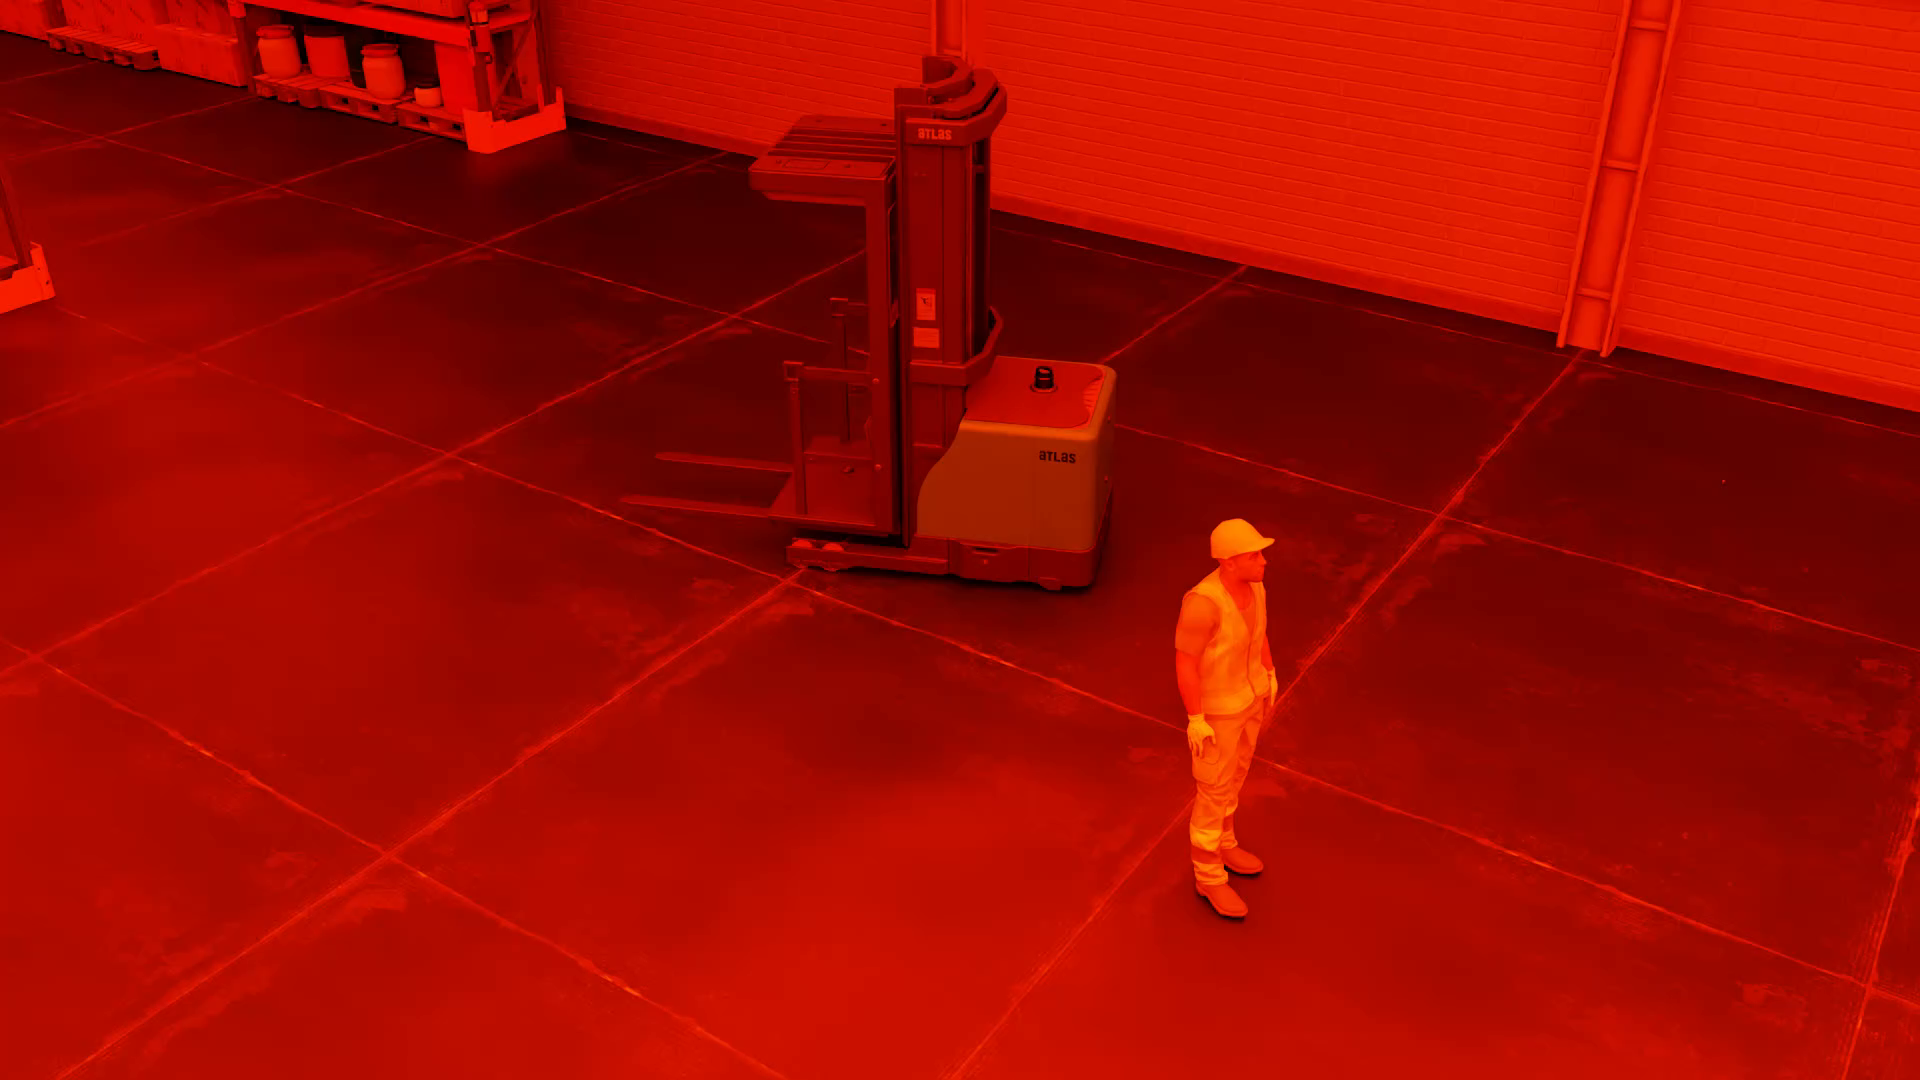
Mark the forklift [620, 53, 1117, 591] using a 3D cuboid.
[{"bbox_3d":[-0.596,-1.330,9.871,3.031,2.935,1.130,6,31,10],"label":"forklift"}]

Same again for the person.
[{"bbox_3d":[1.254,0.758,7.400,0.562,1.789,0.638,25,38,36],"label":"person"}]
